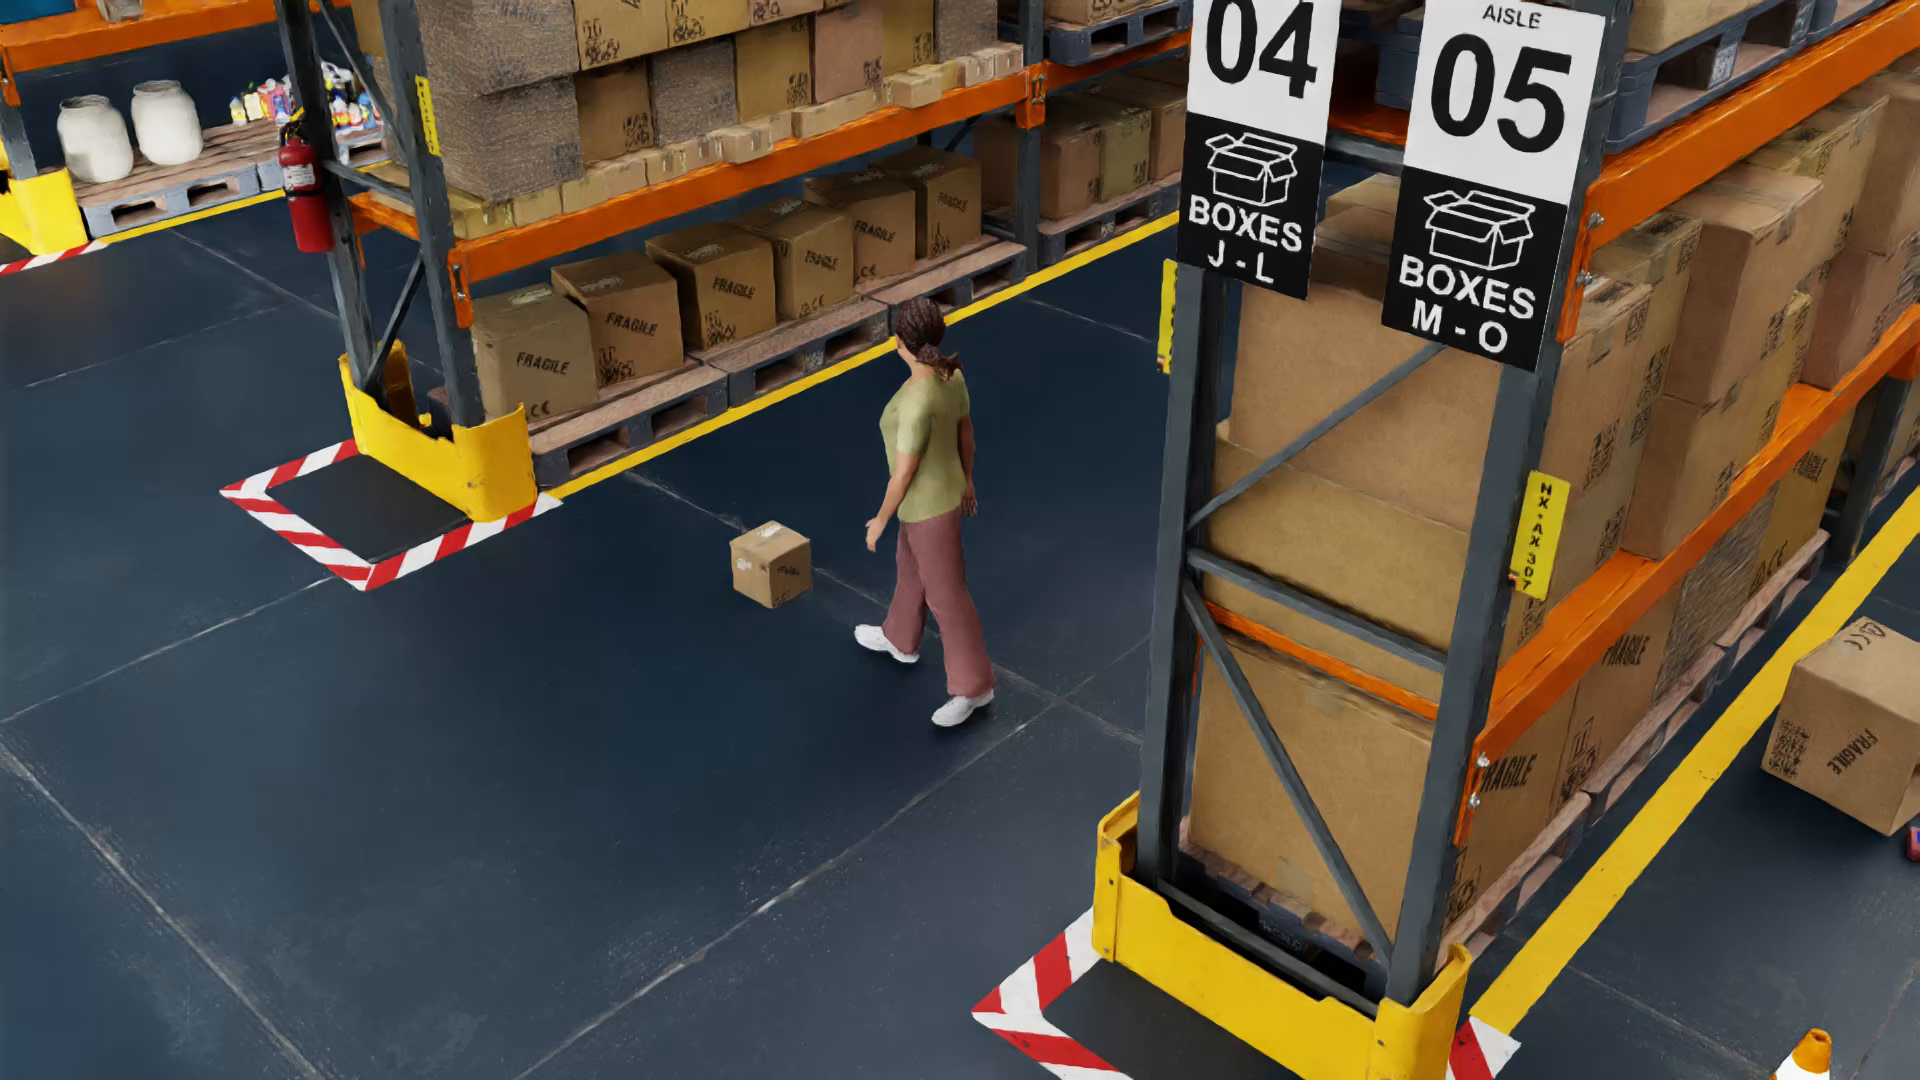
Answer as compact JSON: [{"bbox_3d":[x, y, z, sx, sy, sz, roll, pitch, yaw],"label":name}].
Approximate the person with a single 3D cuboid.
[{"bbox_3d":[-0.165,-0.129,6.310,0.654,1.661,0.570,6,32,9],"label":"person"}]
